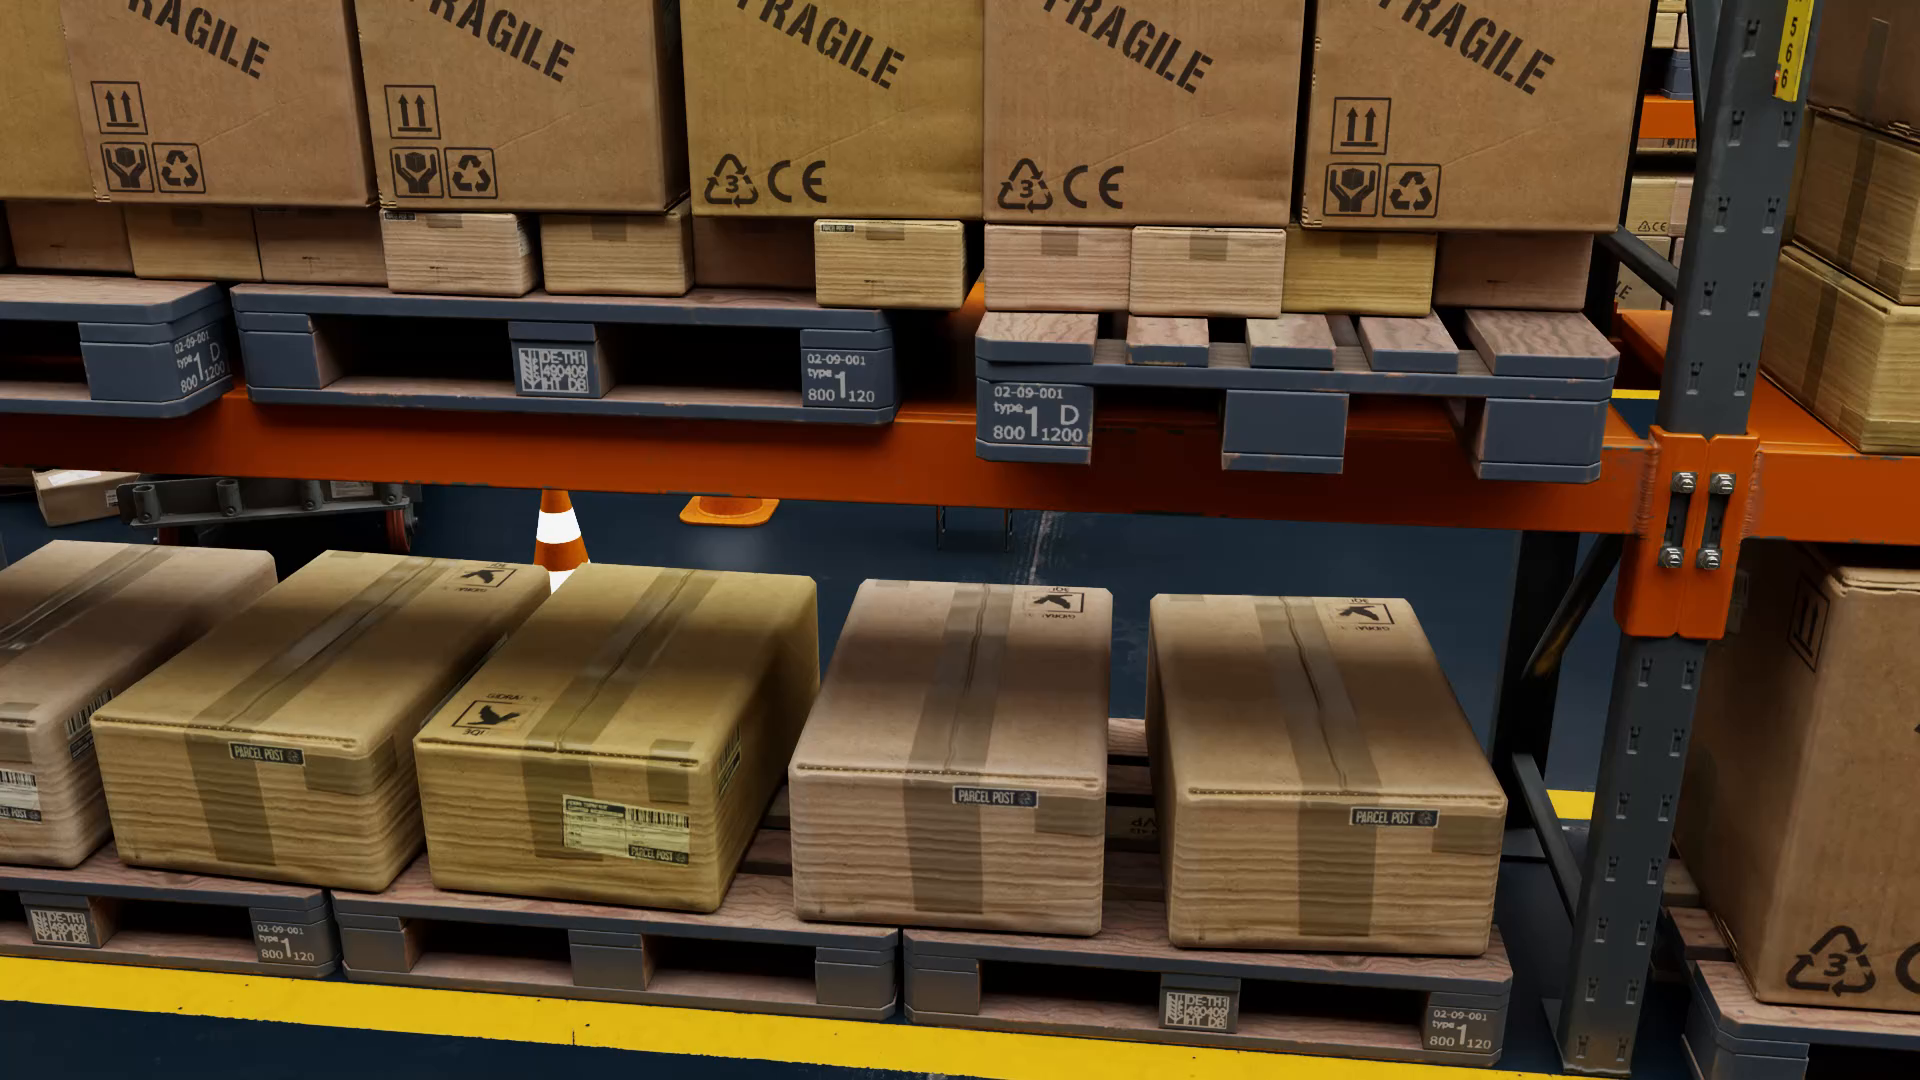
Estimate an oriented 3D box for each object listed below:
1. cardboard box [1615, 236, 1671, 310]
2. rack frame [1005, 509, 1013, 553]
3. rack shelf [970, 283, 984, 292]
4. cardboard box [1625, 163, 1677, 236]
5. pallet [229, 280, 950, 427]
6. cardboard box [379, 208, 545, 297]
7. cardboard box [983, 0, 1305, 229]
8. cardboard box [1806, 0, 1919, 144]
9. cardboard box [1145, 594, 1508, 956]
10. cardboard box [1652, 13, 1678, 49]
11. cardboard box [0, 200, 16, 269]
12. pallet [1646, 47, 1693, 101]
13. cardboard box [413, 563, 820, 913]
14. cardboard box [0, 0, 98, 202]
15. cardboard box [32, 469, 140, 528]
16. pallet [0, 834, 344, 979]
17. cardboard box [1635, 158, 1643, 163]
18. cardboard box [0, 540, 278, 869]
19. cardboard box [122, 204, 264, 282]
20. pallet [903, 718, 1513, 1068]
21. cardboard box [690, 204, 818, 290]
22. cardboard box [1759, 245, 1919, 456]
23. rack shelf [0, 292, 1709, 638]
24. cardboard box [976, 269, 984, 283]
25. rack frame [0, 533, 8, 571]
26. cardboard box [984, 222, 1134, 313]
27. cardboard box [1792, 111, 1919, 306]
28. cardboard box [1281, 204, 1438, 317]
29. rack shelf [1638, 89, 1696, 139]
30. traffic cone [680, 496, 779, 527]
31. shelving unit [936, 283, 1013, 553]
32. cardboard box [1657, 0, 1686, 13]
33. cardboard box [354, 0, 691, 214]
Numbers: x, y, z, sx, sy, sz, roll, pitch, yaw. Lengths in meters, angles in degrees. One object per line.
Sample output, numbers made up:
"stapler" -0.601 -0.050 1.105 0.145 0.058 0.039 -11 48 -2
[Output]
"cardboard box" 2.965 -1.222 7.780 0.500 0.500 0.500 3 22 7
"rack frame" 0.174 -0.481 5.728 0.008 1.050 0.200 2 22 6
"rack shelf" 0.053 -0.740 5.641 0.240 0.259 0.215 2 22 6
"cardboard box" 2.953 -1.575 7.653 0.500 0.250 0.500 2 22 6
"pallet" -0.660 -0.503 3.394 1.213 0.211 1.003 2 22 6
"cardboard box" -0.858 -0.568 3.066 0.250 0.149 0.380 3 22 8
"cardboard box" 0.312 -0.839 2.869 0.500 0.500 0.500 2 22 5
"cardboard box" 1.772 -0.923 2.698 0.500 0.500 0.500 2 22 5
"cardboard box" 0.751 0.477 3.657 0.625 0.372 0.950 1 22 3
"cardboard box" 3.016 -2.285 7.409 0.250 0.149 0.380 3 22 9
"cardboard box" -1.903 -0.620 3.199 0.250 0.149 0.380 3 22 7
"pallet" 3.764 -2.174 7.619 1.213 0.211 1.003 2 22 6
"cardboard box" -0.735 0.413 3.819 0.625 0.372 0.950 3 22 8
"cardboard box" -1.732 -0.929 3.097 0.500 0.500 0.500 3 22 6
"cardboard box" -3.218 -0.242 6.192 0.396 0.266 0.258 -14 25 -31
"pallet" -1.888 0.635 4.047 1.213 0.211 1.003 2 22 6
"cardboard box" 3.006 -1.763 8.129 0.500 0.250 0.500 3 22 7
"cardboard box" -2.140 0.354 3.969 0.625 0.372 0.950 3 22 7
"cardboard box" -1.362 -0.609 3.172 0.250 0.149 0.380 3 22 7
"pallet" 0.535 0.740 3.780 1.213 0.211 1.003 2 22 6
"cardboard box" -0.331 -0.586 3.112 0.250 0.149 0.380 3 22 7
"cardboard box" 1.767 -0.339 2.922 0.500 0.250 0.500 2 22 5
"rack shelf" -0.675 -0.274 3.531 4.000 0.370 1.077 2 22 6
"cardboard box" 0.331 -1.578 8.341 0.750 0.750 1.050 3 22 7
"rack frame" -2.661 -0.695 3.618 0.127 3.000 1.000 2 22 6
"cardboard box" 0.179 -0.522 2.951 0.250 0.149 0.380 1 22 4
"cardboard box" 1.785 -0.573 2.832 0.500 0.250 0.500 2 22 6
"cardboard box" 0.683 -0.514 2.930 0.250 0.149 0.380 3 22 7
"rack shelf" 3.779 -1.912 7.676 4.000 0.370 1.077 2 22 6
"traffic cone" -0.859 -0.325 6.133 0.334 0.463 0.336 2 22 6
"shelving unit" 0.053 -0.486 5.741 0.252 1.050 0.215 2 22 6
"cardboard box" 3.035 -2.424 7.357 0.250 0.149 0.380 3 22 7
"cardboard box" -0.731 -0.884 2.984 0.500 0.500 0.500 2 22 4
